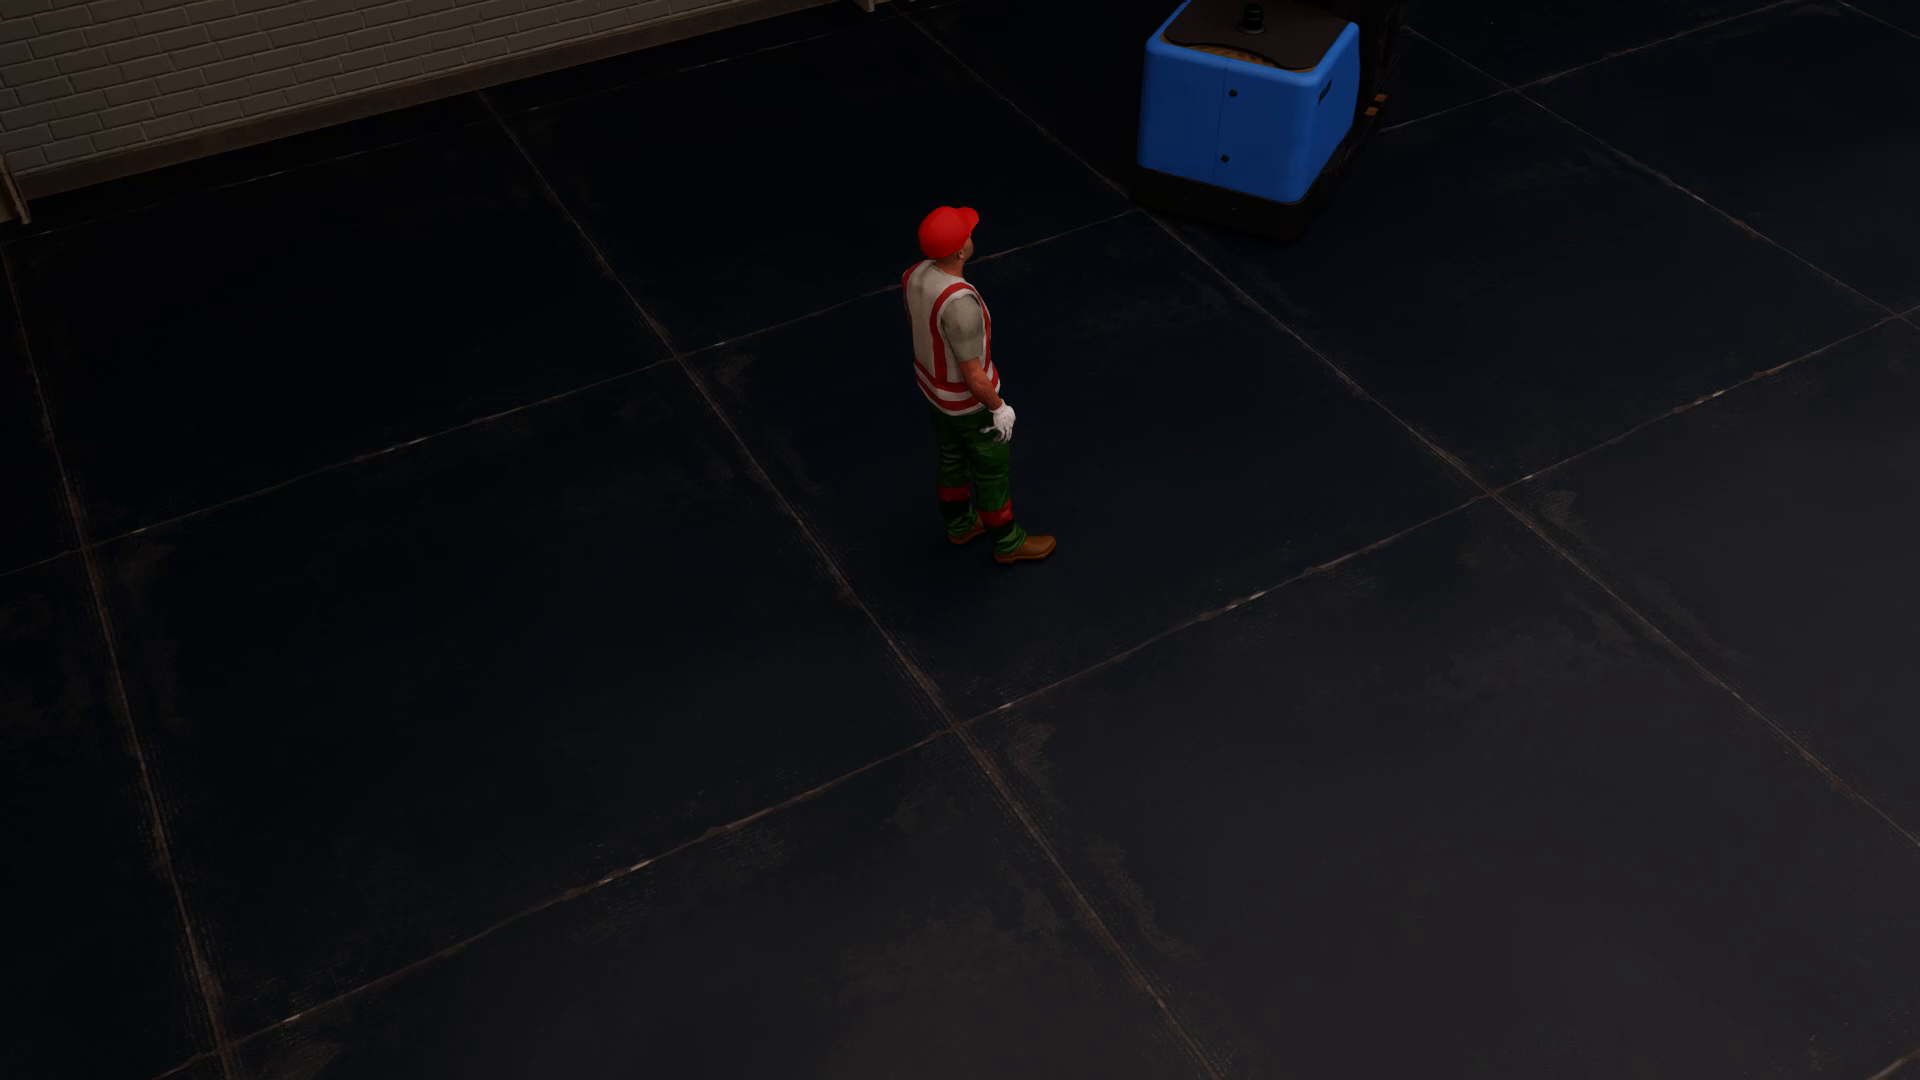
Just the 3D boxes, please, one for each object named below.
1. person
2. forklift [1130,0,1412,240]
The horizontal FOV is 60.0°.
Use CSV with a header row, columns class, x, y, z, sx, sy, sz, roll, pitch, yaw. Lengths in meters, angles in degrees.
class,x,y,z,sx,sy,sz,roll,pitch,yaw
person,0.076,-0.681,7.261,0.564,1.787,0.637,-21,47,-21
forklift,2.141,-3.809,9.805,1.130,2.935,3.031,19,46,19
